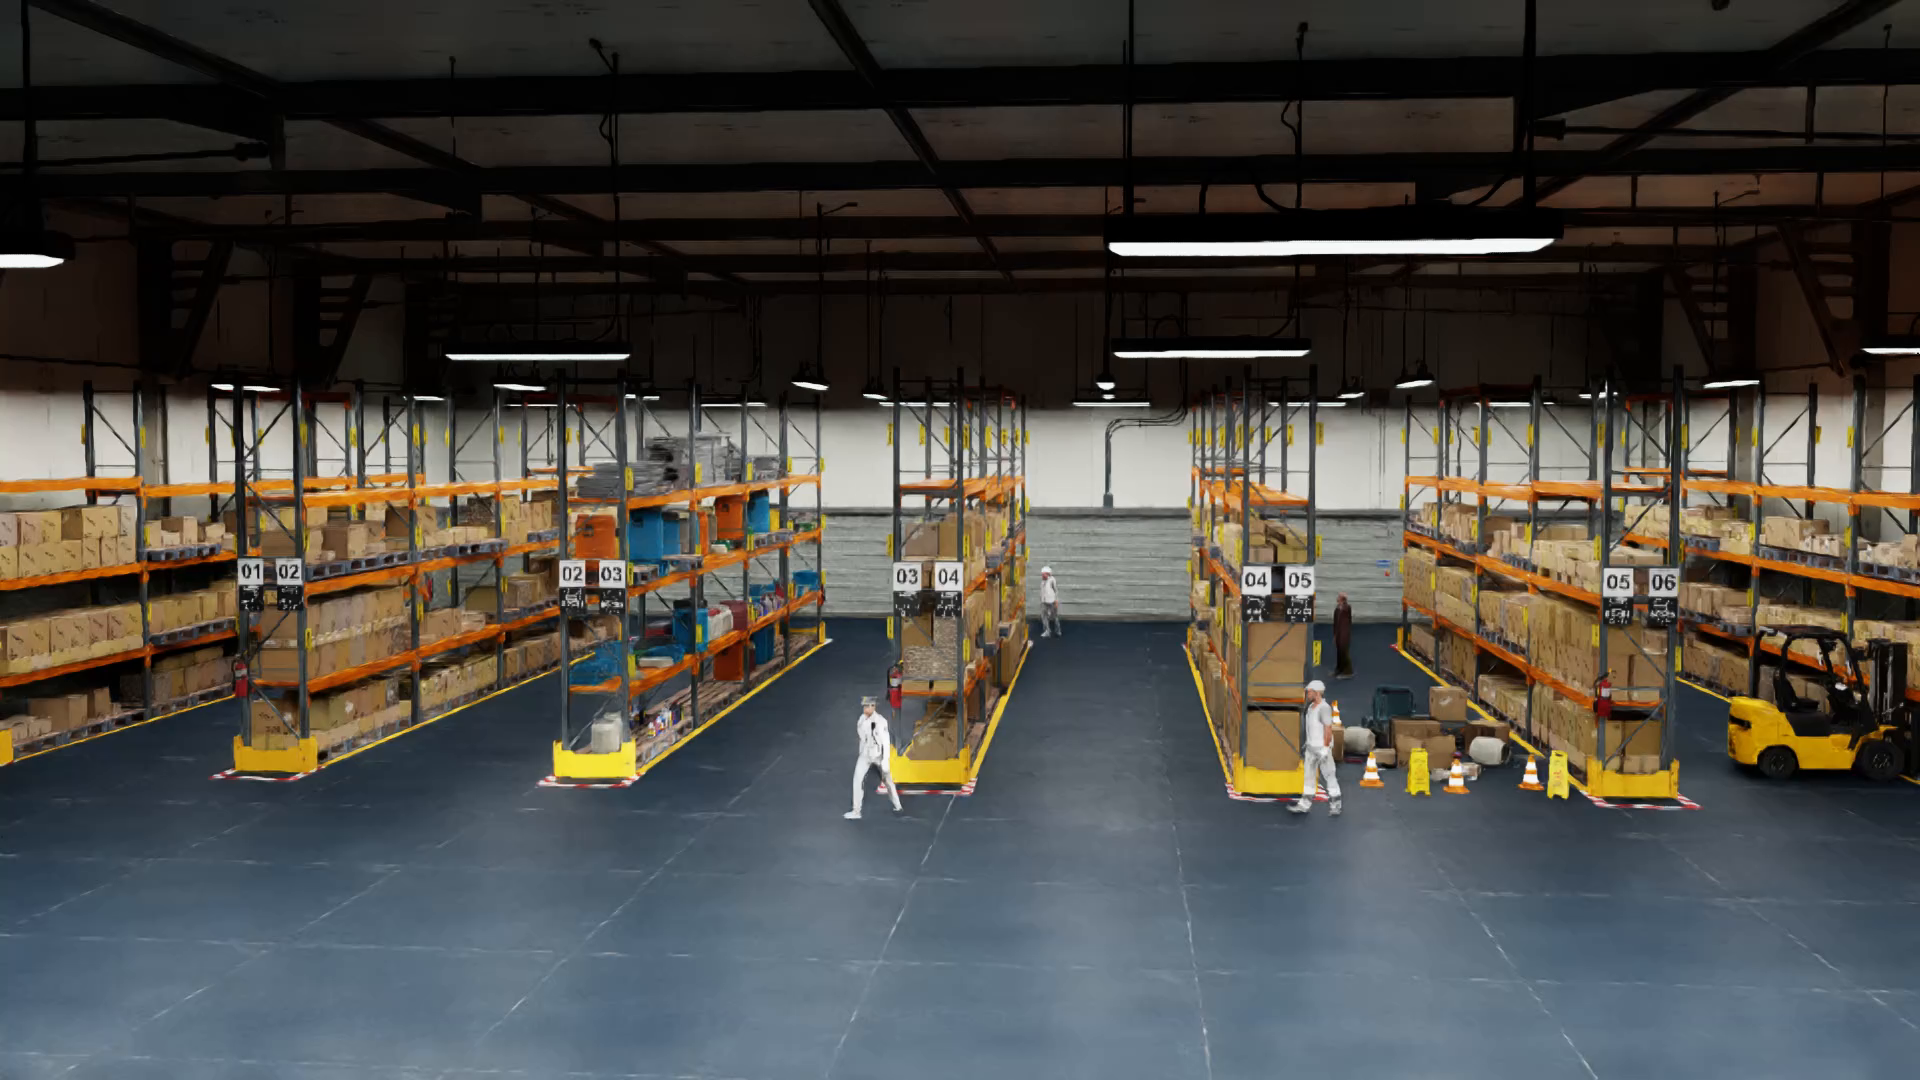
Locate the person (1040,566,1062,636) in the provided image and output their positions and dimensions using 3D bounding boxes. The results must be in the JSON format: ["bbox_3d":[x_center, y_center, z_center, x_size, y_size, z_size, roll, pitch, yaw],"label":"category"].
[{"bbox_3d":[2.273,1.528,41.856,0.562,1.760,0.567,3,5,42],"label":"person"}]

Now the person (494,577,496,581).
[{"bbox_3d":[-10.742,1.705,38.848,0.449,1.761,0.604,-2,4,-25],"label":"person"}]

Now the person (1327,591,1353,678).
[{"bbox_3d":[7.903,1.951,34.532,0.636,1.772,0.685,2,4,31],"label":"person"}]

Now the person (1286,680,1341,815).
[{"bbox_3d":[4.705,2.744,22.044,0.630,1.789,0.671,-1,4,-15],"label":"person"}]

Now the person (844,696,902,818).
[{"bbox_3d":[-1.126,2.829,21.936,0.523,1.615,0.943,2,4,27],"label":"person"}]
